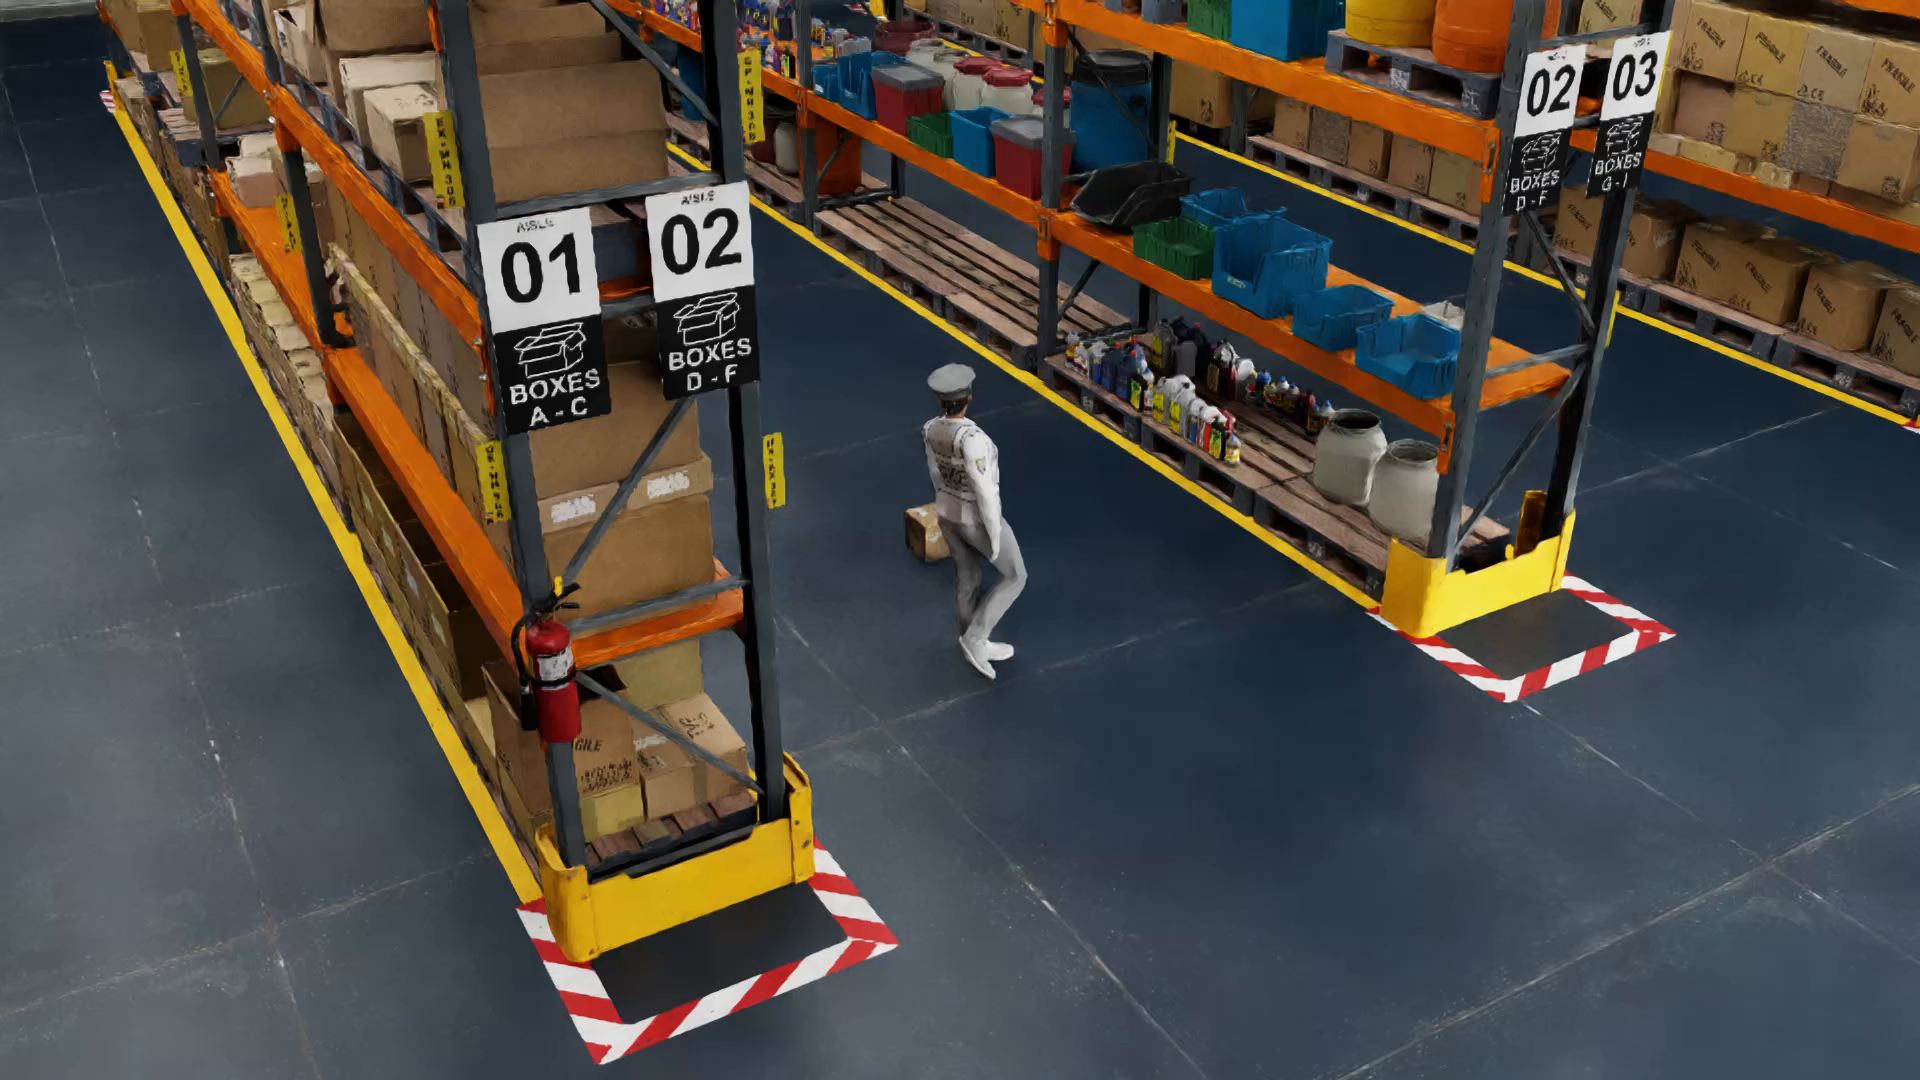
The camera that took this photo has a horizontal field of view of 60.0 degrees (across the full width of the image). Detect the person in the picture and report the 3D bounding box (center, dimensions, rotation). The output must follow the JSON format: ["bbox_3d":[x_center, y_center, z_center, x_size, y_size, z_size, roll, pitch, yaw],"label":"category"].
[{"bbox_3d":[0.069,-0.081,8.684,0.424,1.665,0.607,-22,36,-34],"label":"person"}]
